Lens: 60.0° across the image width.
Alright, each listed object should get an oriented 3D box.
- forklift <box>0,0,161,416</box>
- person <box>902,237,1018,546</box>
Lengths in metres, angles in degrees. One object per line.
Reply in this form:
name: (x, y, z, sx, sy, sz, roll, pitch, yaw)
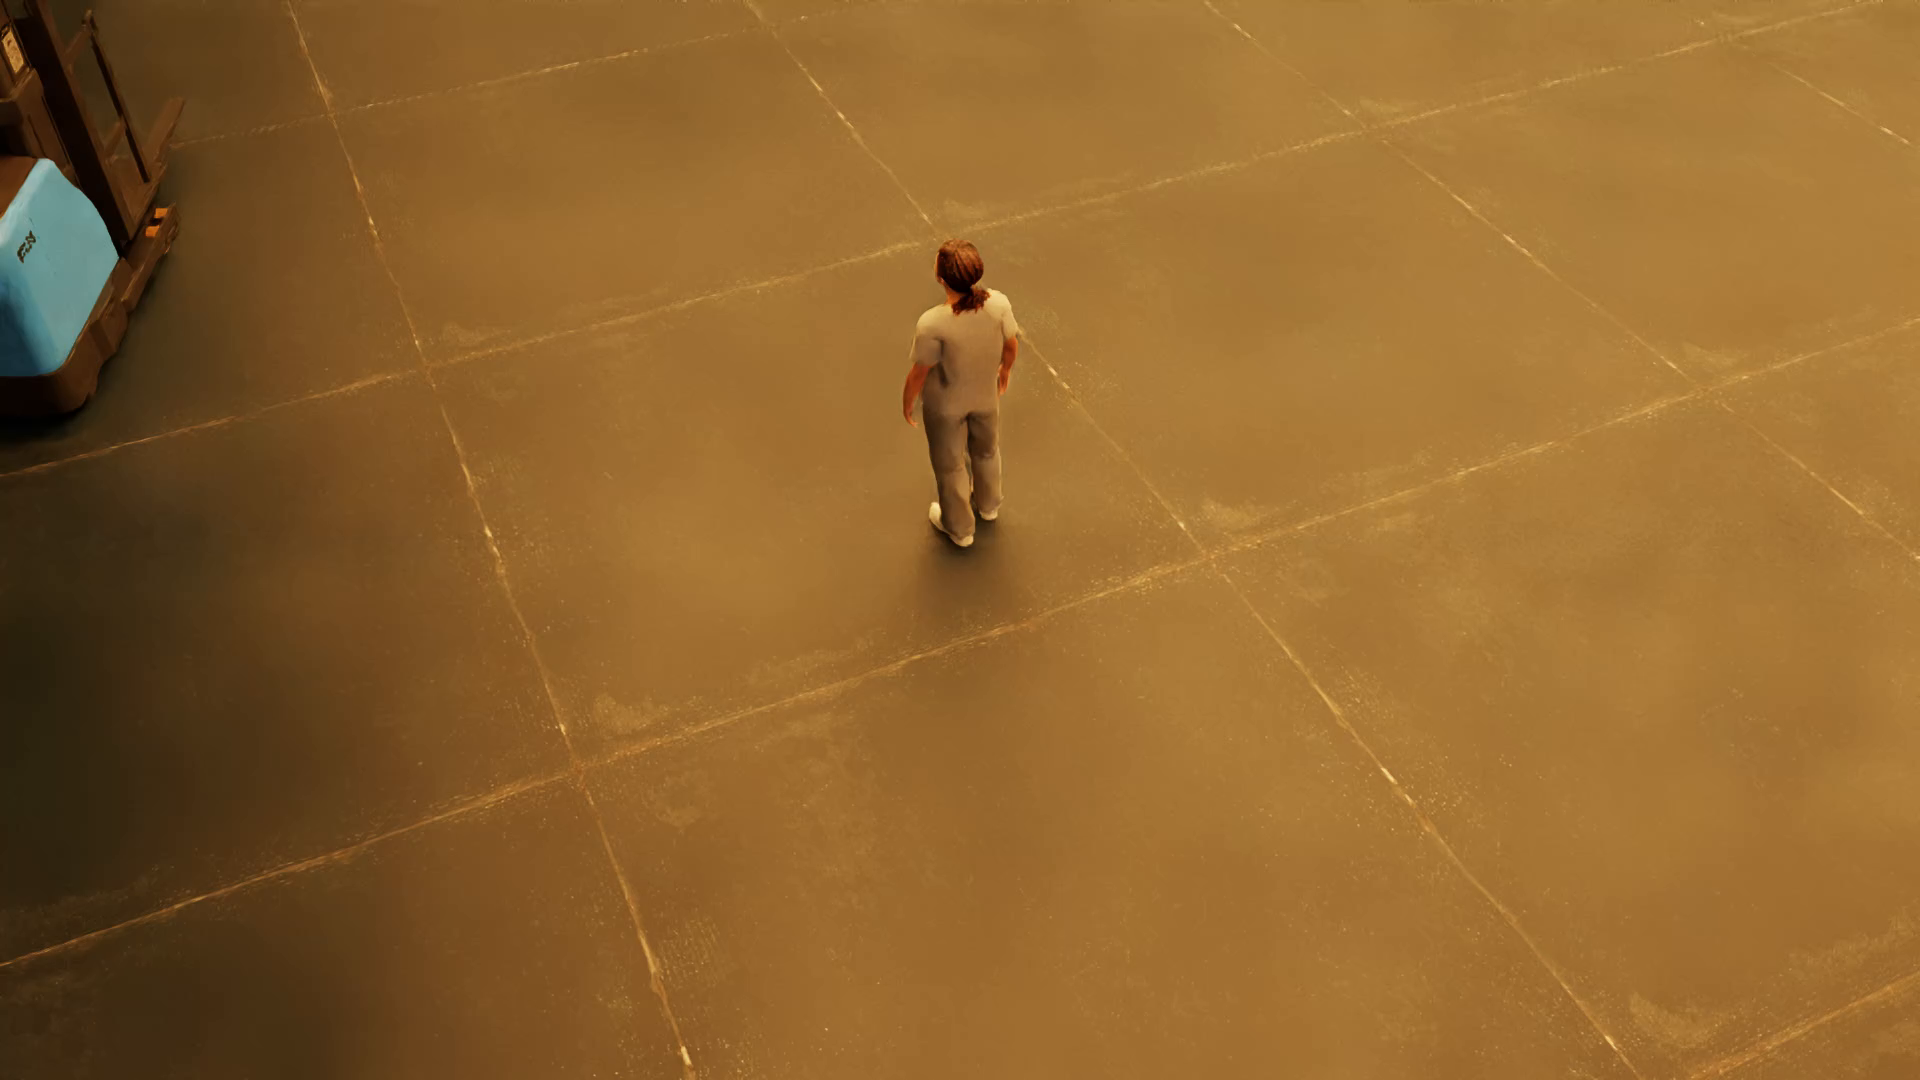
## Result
forklift: (-5.190, -2.648, 8.518, 1.130, 2.935, 3.031, -9, 44, -9)
person: (-0.019, -0.667, 7.305, 0.550, 1.674, 0.548, -18, 46, -18)
